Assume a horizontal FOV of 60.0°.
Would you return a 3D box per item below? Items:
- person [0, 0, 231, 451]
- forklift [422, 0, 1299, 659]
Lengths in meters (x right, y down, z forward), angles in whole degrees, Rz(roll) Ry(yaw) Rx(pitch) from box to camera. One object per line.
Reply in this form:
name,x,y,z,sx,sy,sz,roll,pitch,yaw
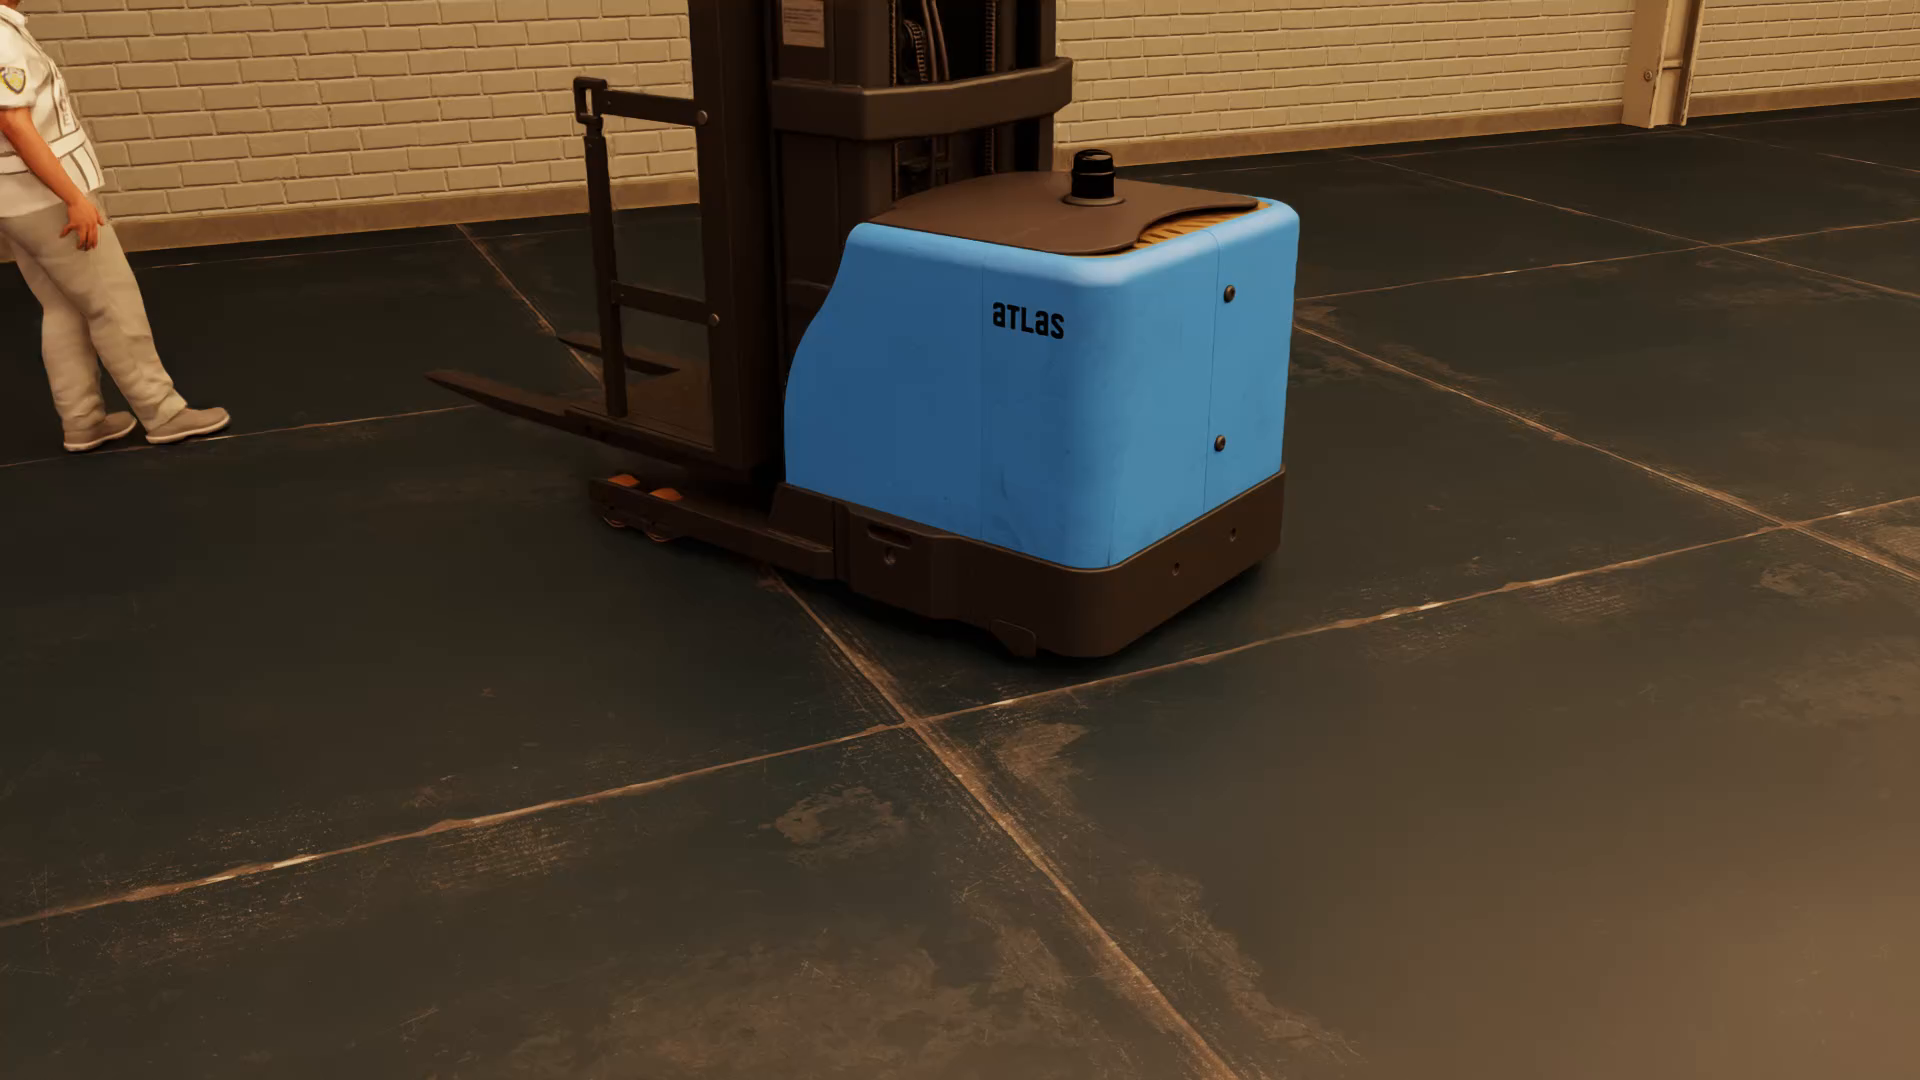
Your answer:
person,-2.972,-1.180,5.633,0.657,1.778,0.627,-19,29,-38
forklift,-0.532,-1.488,4.867,3.031,2.935,1.130,17,28,35
